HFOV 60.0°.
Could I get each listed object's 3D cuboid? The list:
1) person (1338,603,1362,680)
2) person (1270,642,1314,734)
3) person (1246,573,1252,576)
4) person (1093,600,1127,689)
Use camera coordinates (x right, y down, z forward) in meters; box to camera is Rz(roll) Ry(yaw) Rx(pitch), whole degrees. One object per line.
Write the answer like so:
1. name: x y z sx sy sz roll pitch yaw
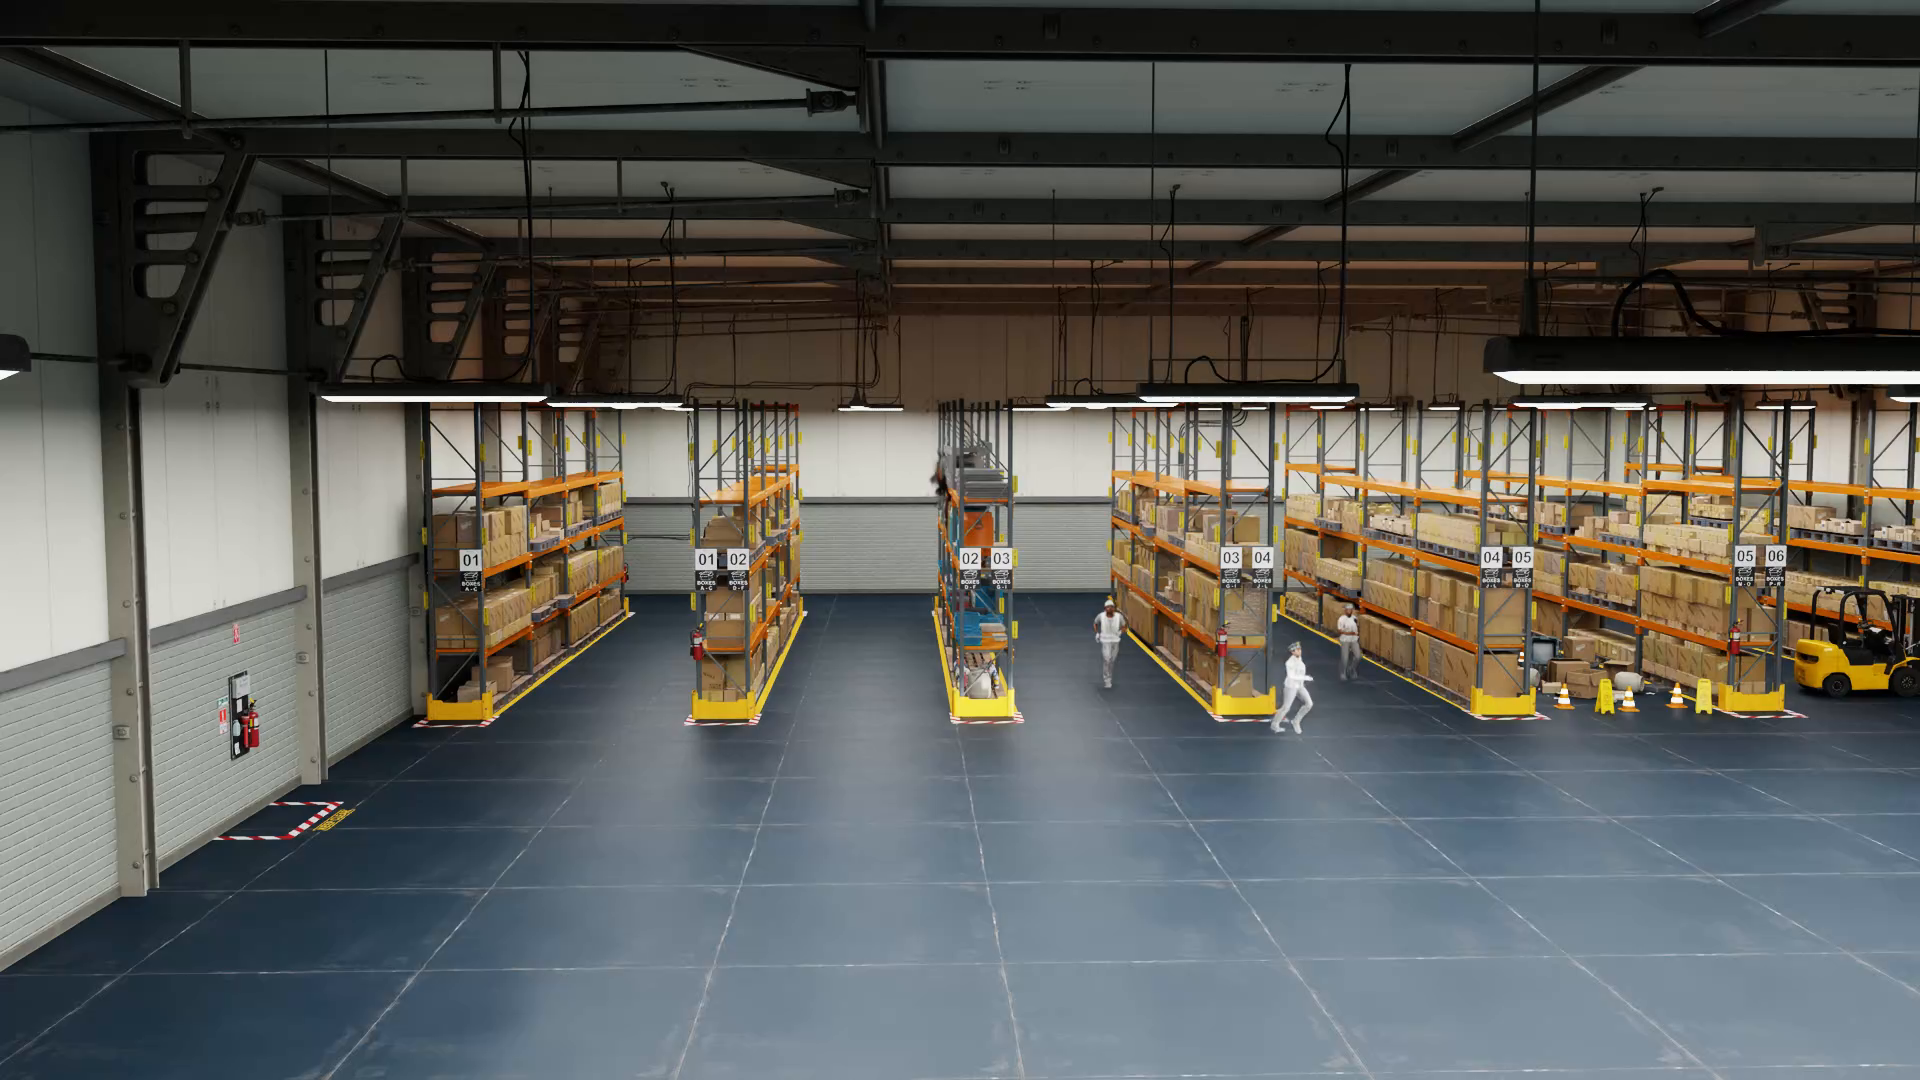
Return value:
1. person: 8.352 2.177 35.556 0.569 1.673 0.655 -1 4 -10
2. person: 5.963 2.624 29.613 0.824 1.670 0.621 4 6 44
3. person: 8.324 1.277 48.112 0.654 1.584 0.916 3 5 37
4. person: 3.165 2.172 35.007 0.671 1.833 0.833 -1 4 -7
